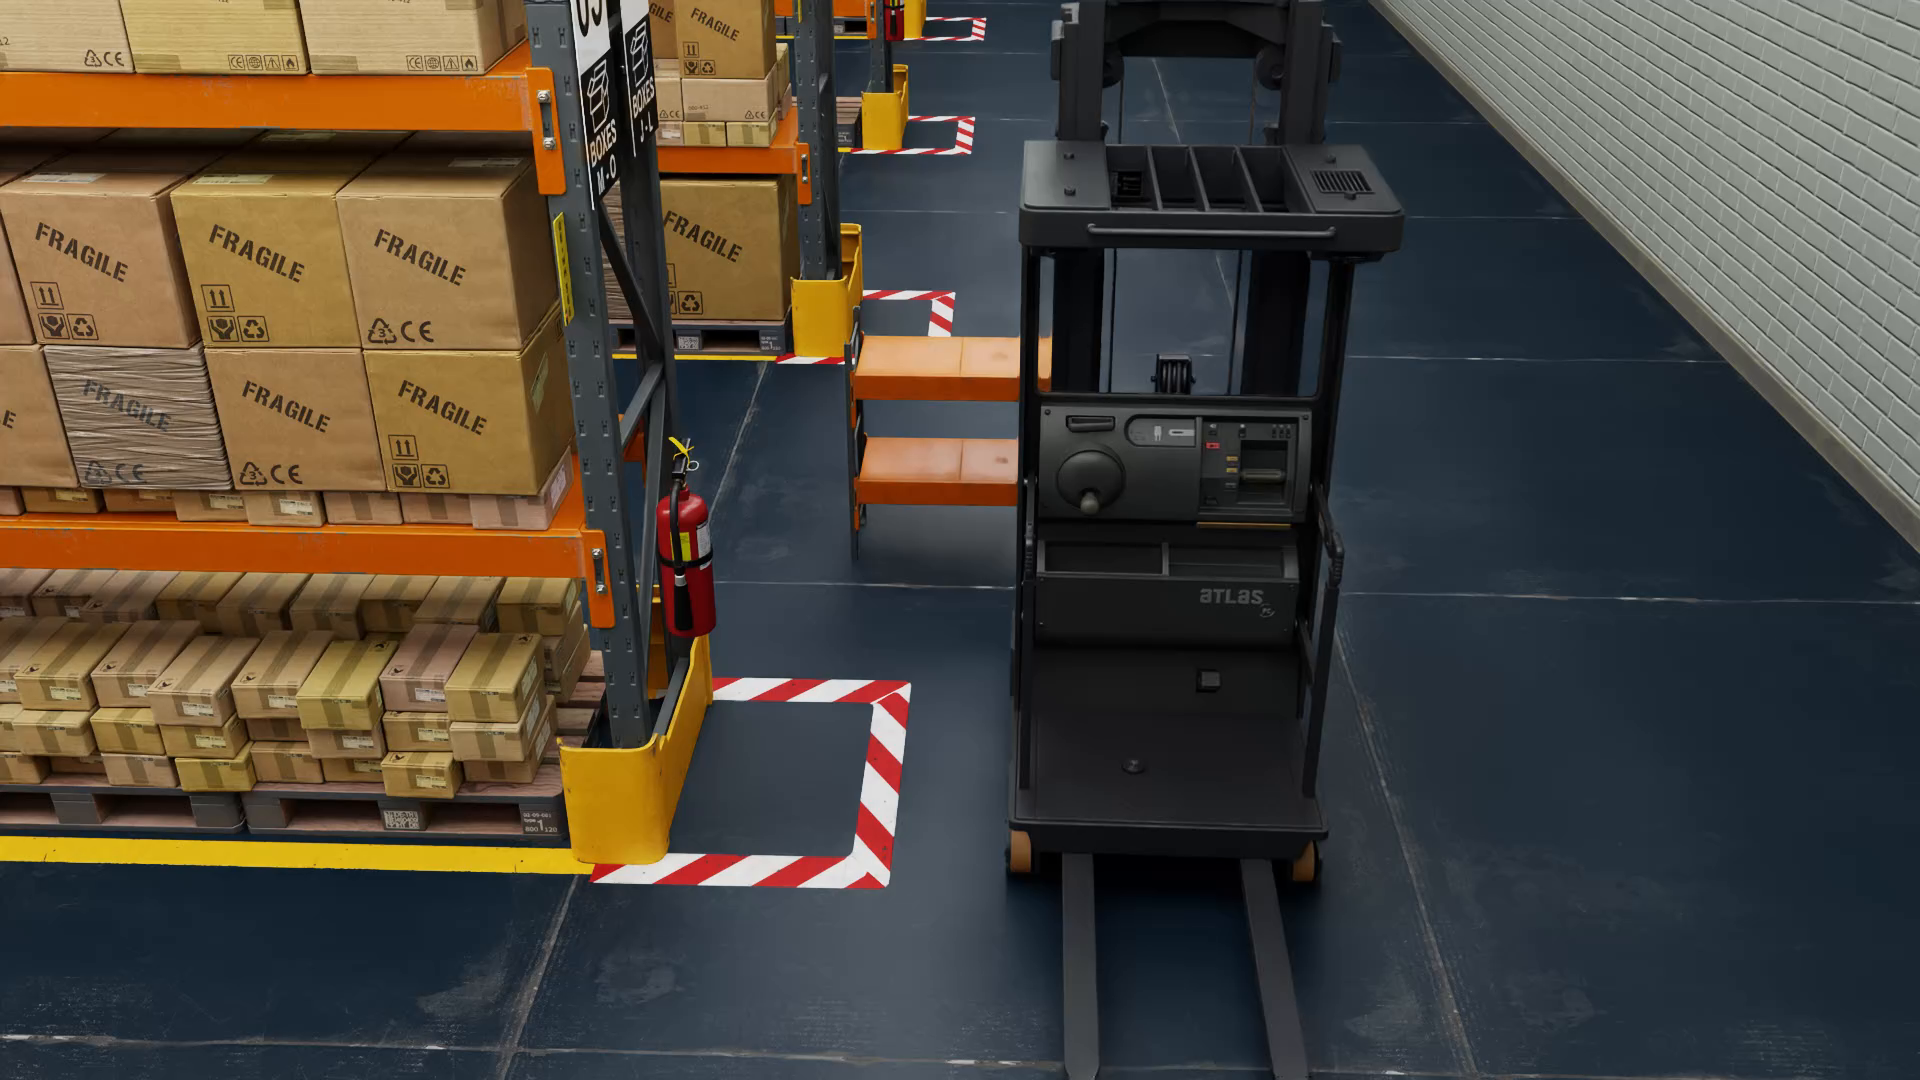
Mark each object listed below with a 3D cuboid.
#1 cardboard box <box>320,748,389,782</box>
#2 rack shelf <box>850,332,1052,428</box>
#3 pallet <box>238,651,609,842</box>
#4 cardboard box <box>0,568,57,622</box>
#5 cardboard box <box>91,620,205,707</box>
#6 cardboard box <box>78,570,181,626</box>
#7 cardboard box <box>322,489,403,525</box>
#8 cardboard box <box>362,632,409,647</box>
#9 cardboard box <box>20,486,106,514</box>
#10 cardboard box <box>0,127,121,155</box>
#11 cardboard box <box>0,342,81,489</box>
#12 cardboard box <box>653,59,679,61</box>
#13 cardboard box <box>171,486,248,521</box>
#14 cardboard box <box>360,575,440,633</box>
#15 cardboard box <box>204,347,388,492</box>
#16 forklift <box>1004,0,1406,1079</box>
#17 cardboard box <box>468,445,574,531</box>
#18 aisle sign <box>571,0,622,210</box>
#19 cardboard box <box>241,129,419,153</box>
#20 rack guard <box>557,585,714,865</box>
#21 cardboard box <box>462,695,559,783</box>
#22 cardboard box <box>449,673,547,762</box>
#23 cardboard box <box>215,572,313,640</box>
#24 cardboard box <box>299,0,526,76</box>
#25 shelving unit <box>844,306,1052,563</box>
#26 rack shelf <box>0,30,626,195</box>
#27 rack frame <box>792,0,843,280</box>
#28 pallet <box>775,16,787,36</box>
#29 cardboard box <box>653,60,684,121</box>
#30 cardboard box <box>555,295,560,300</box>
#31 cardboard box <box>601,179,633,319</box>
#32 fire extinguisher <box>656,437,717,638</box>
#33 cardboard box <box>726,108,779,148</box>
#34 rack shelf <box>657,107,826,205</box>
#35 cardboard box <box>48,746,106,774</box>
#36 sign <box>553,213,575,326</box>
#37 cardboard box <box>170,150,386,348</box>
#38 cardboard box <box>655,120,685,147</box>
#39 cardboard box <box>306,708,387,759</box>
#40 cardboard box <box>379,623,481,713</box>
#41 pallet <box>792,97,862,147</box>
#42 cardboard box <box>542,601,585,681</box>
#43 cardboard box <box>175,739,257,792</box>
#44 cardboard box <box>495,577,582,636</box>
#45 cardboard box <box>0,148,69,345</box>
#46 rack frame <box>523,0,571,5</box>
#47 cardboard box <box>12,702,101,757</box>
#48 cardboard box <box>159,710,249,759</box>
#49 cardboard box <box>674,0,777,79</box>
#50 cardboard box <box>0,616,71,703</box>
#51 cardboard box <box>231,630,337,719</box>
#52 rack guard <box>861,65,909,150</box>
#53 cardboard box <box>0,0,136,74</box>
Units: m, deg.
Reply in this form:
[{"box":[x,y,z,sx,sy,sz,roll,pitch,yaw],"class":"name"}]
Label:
[{"box":[-2.208,0.739,6.248,0.250,0.149,0.380,1,28,2],"class":"cardboard box"},{"box":[0.007,-0.755,7.849,1.000,0.278,0.538,1,28,2],"class":"rack shelf"},{"box":[-2.040,0.779,6.555,1.213,0.211,1.003,1,28,2],"class":"pallet"},{"box":[-3.749,0.196,6.639,0.250,0.149,0.380,0,28,-1],"class":"cardboard box"},{"box":[-2.990,0.455,6.150,0.250,0.149,0.380,0,28,0],"class":"cardboard box"},{"box":[-3.235,0.250,6.537,0.250,0.149,0.380,1,28,2],"class":"cardboard box"},{"box":[-1.987,-0.203,5.698,0.250,0.149,0.380,1,28,1],"class":"cardboard box"},{"box":[-2.187,0.398,6.574,0.250,0.149,0.380,1,28,2],"class":"cardboard box"},{"box":[-3.039,-0.243,5.775,0.250,0.149,0.380,1,28,3],"class":"cardboard box"},{"box":[-3.125,-1.202,5.823,0.500,0.500,0.500,0,28,0],"class":"cardboard box"},{"box":[-3.131,-0.512,5.590,0.500,0.500,0.500,2,28,4],"class":"cardboard box"},{"box":[-1.867,-2.947,10.449,0.500,0.250,0.500,1,28,1],"class":"cardboard box"},{"box":[-2.505,-0.214,5.720,0.250,0.149,0.380,0,28,0],"class":"cardboard box"},{"box":[-2.192,0.209,6.613,0.250,0.149,0.380,1,28,2],"class":"cardboard box"},{"box":[-2.126,-0.495,5.558,0.500,0.500,0.500,1,28,1],"class":"cardboard box"},{"box":[0.732,-0.227,5.548,1.130,2.935,3.031,1,28,3],"class":"forklift"},{"box":[-1.489,-0.184,5.663,0.250,0.149,0.380,1,28,2],"class":"cardboard box"},{"box":[-1.091,-1.429,4.967,0.004,0.787,0.394,1,28,2],"class":"aisle sign"},{"box":[-2.097,-1.176,5.775,0.500,0.500,0.500,2,28,3],"class":"cardboard box"},{"box":[-1.229,0.681,6.431,0.348,0.500,1.175,1,28,2],"class":"rack guard"},{"box":[-1.686,0.741,6.245,0.250,0.149,0.380,1,28,3],"class":"cardboard box"},{"box":[-1.690,0.646,6.107,0.250,0.149,0.380,0,28,0],"class":"cardboard box"},{"box":[-2.719,0.235,6.565,0.250,0.149,0.380,2,28,4],"class":"cardboard box"},{"box":[-1.617,-1.565,4.956,0.500,0.250,0.500,0,28,1],"class":"cardboard box"},{"box":[0.007,-0.497,7.986,1.048,1.125,0.538,1,28,2],"class":"shelving unit"},{"box":[-3.152,-1.462,5.372,4.000,0.370,1.077,1,28,2],"class":"rack shelf"},{"box":[-0.877,-2.742,10.220,0.127,3.000,1.000,1,28,2],"class":"rack frame"},{"box":[-2.612,-6.182,19.687,1.213,0.211,1.003,1,28,2],"class":"pallet"},{"box":[-1.877,-2.700,9.982,0.500,0.250,0.500,0,28,1],"class":"cardboard box"},{"box":[-1.592,-0.734,6.008,0.500,0.500,0.500,2,28,4],"class":"cardboard box"},{"box":[-2.429,-1.977,10.597,0.875,0.875,0.875,1,28,2],"class":"cardboard box"},{"box":[-0.917,-0.003,5.533,0.183,0.674,0.296,1,28,2],"class":"fire extinguisher"},{"box":[-1.244,-2.483,9.999,0.250,0.149,0.380,1,28,3],"class":"cardboard box"},{"box":[-2.876,-2.457,10.451,4.000,0.370,1.077,1,28,2],"class":"rack shelf"},{"box":[-3.235,0.713,6.297,0.250,0.149,0.380,2,28,3],"class":"cardboard box"},{"box":[-1.193,-0.814,5.009,0.005,0.325,0.100,1,28,2],"class":"sign"},{"box":[-2.125,-0.939,5.327,0.500,0.500,0.500,0,28,0],"class":"cardboard box"},{"box":[-1.756,-2.491,10.014,0.250,0.149,0.380,1,28,2],"class":"cardboard box"},{"box":[-2.210,0.638,6.122,0.250,0.149,0.380,0,28,0],"class":"cardboard box"},{"box":[-1.940,0.468,6.125,0.250,0.149,0.380,1,28,3],"class":"cardboard box"},{"box":[-1.525,-3.860,15.306,1.213,0.211,1.003,1,28,2],"class":"pallet"},{"box":[-1.667,0.392,6.586,0.250,0.149,0.380,2,28,4],"class":"cardboard box"},{"box":[-2.712,0.767,6.197,0.250,0.149,0.380,0,28,0],"class":"cardboard box"},{"box":[-1.665,0.222,6.590,0.250,0.149,0.380,0,28,-1],"class":"cardboard box"},{"box":[-3.174,-0.950,5.348,0.500,0.500,0.500,0,28,0],"class":"cardboard box"},{"box":[-1.153,-3.073,4.438,0.127,3.000,1.000,1,28,2],"class":"rack frame"},{"box":[-3.260,0.631,6.135,0.250,0.149,0.380,1,28,2],"class":"cardboard box"},{"box":[-2.728,0.635,6.127,0.250,0.149,0.380,1,28,3],"class":"cardboard box"},{"box":[-1.373,-3.023,9.793,0.500,0.500,0.500,1,28,2],"class":"cardboard box"},{"box":[-3.498,0.441,6.175,0.250,0.149,0.380,0,28,0],"class":"cardboard box"},{"box":[-2.460,0.489,6.085,0.250,0.149,0.380,0,28,0],"class":"cardboard box"},{"box":[-0.678,-3.962,15.189,0.348,0.500,1.175,1,28,2],"class":"rack guard"},{"box":[-2.622,-1.584,4.993,0.500,0.250,0.500,2,28,4],"class":"cardboard box"}]
